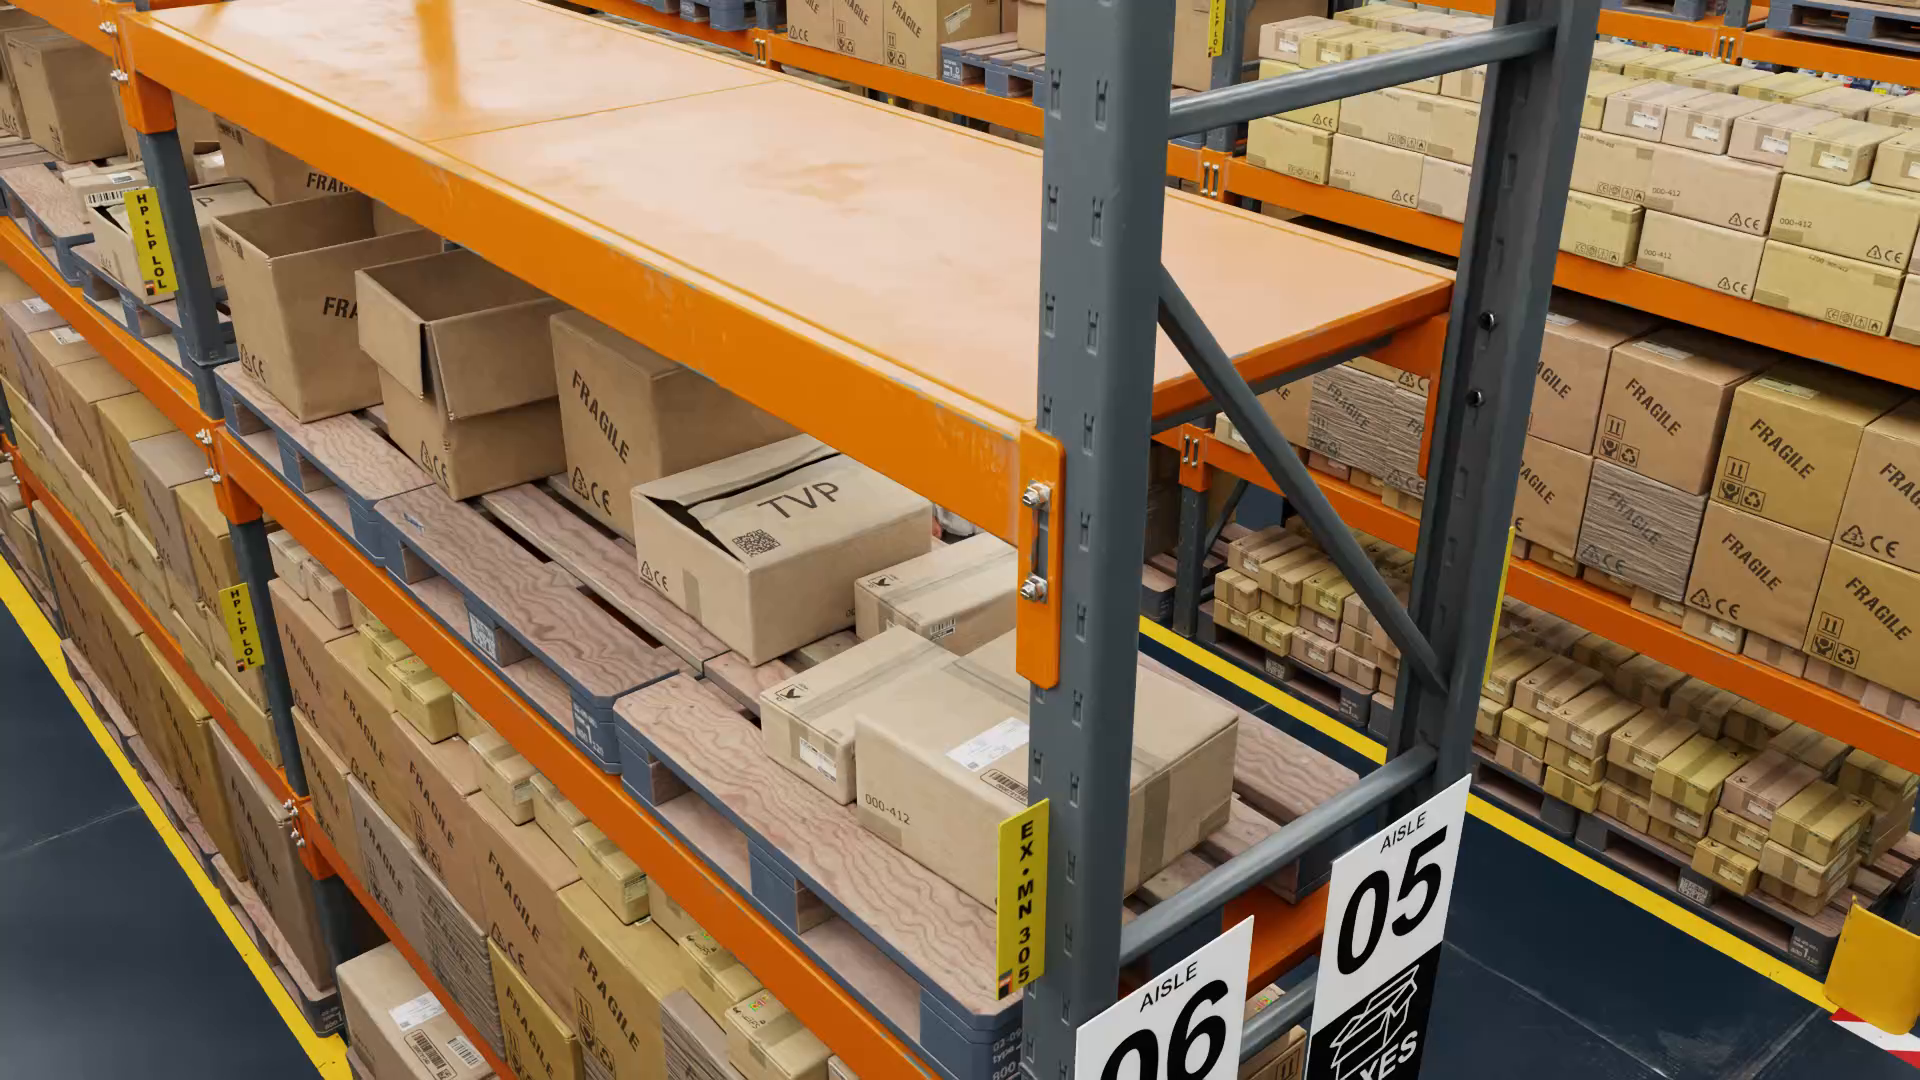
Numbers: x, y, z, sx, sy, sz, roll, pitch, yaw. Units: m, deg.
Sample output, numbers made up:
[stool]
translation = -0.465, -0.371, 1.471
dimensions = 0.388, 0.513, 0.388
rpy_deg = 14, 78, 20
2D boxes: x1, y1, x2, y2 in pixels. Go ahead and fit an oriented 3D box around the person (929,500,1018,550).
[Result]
[person]
translation = 0.100, -0.112, 8.985
dimensions = 0.560, 1.765, 0.566
rpy_deg = 3, 28, 6
